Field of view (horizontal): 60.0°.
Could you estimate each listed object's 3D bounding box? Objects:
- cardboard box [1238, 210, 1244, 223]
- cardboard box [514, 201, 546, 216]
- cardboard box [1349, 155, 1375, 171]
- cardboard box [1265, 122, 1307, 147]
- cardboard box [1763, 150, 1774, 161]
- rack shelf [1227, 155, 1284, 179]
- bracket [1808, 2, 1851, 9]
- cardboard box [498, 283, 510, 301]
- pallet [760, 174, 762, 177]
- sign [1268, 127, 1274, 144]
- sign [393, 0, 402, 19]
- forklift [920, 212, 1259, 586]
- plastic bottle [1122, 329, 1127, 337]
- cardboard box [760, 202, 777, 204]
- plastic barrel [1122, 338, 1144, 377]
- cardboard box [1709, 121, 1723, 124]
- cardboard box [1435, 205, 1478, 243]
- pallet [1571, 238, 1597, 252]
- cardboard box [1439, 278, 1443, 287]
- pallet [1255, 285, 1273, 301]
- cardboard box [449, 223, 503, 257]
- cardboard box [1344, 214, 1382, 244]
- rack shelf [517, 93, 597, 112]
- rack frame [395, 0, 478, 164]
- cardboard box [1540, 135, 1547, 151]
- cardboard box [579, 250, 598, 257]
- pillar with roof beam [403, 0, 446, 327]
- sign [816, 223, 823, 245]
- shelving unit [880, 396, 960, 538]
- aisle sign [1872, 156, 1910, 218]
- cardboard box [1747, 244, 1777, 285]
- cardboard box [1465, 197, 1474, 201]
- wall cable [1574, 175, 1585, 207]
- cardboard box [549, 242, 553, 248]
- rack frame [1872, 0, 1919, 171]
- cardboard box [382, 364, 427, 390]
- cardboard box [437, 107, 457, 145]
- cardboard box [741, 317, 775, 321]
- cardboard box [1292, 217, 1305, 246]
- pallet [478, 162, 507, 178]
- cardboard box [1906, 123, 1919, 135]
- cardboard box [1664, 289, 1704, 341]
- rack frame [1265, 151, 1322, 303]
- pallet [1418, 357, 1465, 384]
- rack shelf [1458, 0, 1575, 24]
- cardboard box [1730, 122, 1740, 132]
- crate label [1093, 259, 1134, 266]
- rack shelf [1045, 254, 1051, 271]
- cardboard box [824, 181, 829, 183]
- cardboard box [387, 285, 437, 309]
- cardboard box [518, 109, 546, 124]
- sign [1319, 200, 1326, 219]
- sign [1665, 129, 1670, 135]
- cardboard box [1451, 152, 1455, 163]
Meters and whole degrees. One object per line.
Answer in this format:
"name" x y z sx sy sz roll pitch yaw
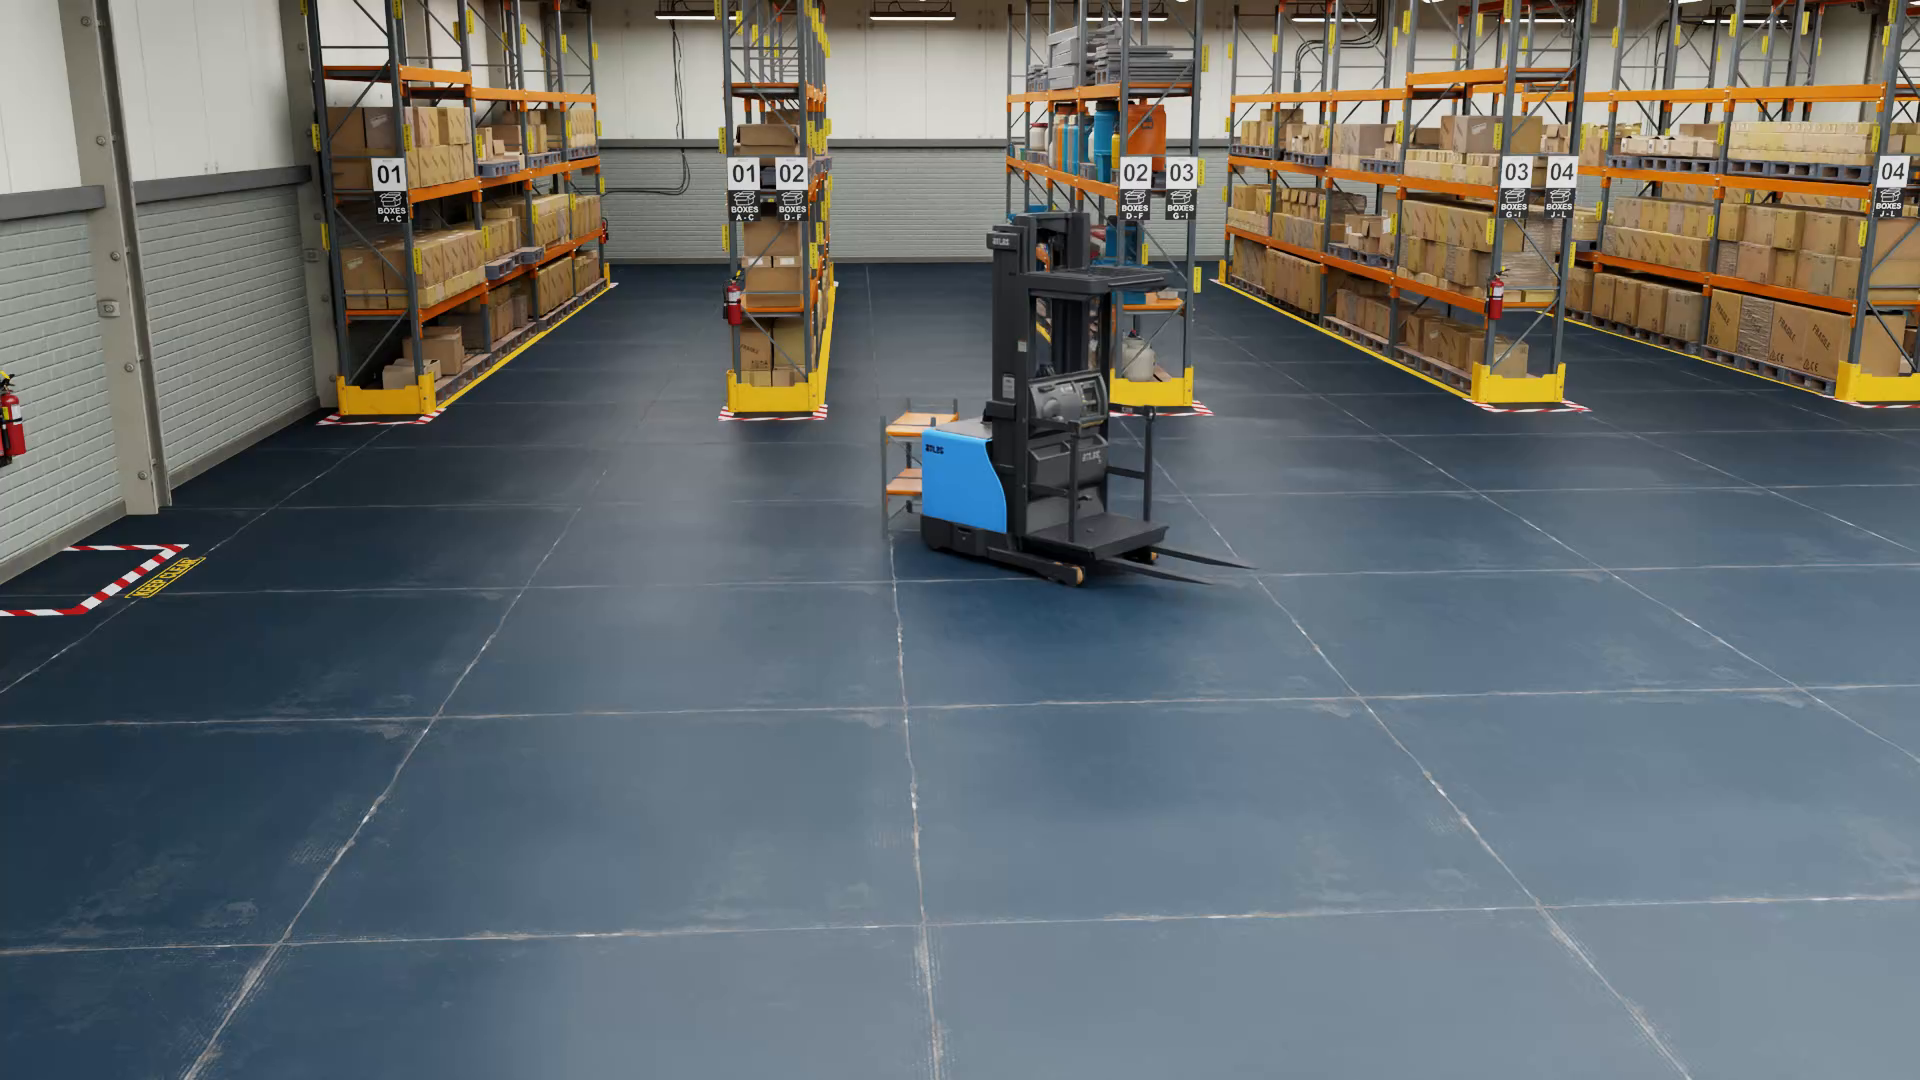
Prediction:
"cardboard box" 6.303 -6.982 35.848 0.500 0.250 0.500 -1 14 -5
"cardboard box" -7.664 -5.885 29.538 0.500 0.250 0.500 -1 14 -4
"cardboard box" 6.820 -6.303 27.784 0.500 0.250 0.500 -1 14 -2
"cardboard box" 6.616 -8.240 33.770 0.700 0.500 0.500 -2 15 -7
"cardboard box" 11.925 -5.590 24.172 0.380 0.149 0.250 -1 14 -4
"rack shelf" 6.600 -7.895 35.117 1.077 0.370 4.000 -1 14 -3
"bracket" 21.501 -13.645 42.775 0.076 0.066 5.218 -1 14 -3
"cardboard box" -7.790 -4.114 27.625 0.500 0.250 0.500 -1 14 -2
"pallet" -2.735 -5.731 25.646 0.805 0.209 1.217 -1 15 -6
"sign" 6.170 -8.026 32.985 0.100 0.325 0.005 -1 14 -3
"sign" -6.822 -6.484 20.136 0.100 0.325 0.005 -1 14 -3
"forklift" 1.064 -1.187 13.758 3.031 2.935 1.130 13 20 42
"plastic bottle" 2.460 -3.000 25.099 0.144 0.351 0.185 -1 14 -3
"cardboard box" -2.634 -4.719 24.542 0.700 0.500 0.500 -1 14 -3
"plastic barrel" 2.376 -2.519 22.945 0.421 0.512 0.421 0 14 0
"cardboard box" 16.342 -8.691 35.520 0.500 0.500 0.500 -1 14 -2
"cardboard box" 7.099 -4.492 23.662 0.500 0.500 0.500 -1 14 -3
"pallet" 11.778 -5.433 30.508 1.213 0.211 1.003 -1 14 -3
"cardboard box" 7.100 -3.690 23.852 0.380 0.149 0.250 -1 14 -3
"pallet" 6.755 -5.134 34.555 1.003 0.211 1.213 -1 14 -3
"cardboard box" -7.709 -4.766 26.445 0.700 0.500 0.500 1 14 4
"cardboard box" 7.045 -5.417 29.017 0.500 0.500 0.500 -3 15 -10
"rack shelf" -8.231 -8.925 33.901 1.077 0.370 4.000 -1 14 -3
"rack frame" -7.612 -6.980 24.096 1.000 3.000 0.127 -1 14 -3
"cardboard box" 11.526 -7.736 32.389 0.500 0.311 0.500 -1 14 -4
"cardboard box" -8.022 -6.164 35.837 0.380 0.149 0.250 -1 14 -4
"pillar with roof beam" -4.346 -7.705 26.912 9.100 9.000 0.400 -1 14 -3
"sign" -2.114 -4.619 25.061 0.100 0.325 0.005 -1 14 -3
"shelving unit" -0.362 -0.680 15.414 0.538 1.125 1.048 3 15 11
"aisle sign" 12.129 -4.597 21.658 0.394 0.787 0.004 -1 14 -3
"cardboard box" 12.184 -4.064 24.501 0.875 0.550 0.550 -1 14 -3
"cardboard box" 11.261 -7.162 36.044 0.500 0.500 0.500 -1 14 -3
"wall cable" 15.995 -9.351 43.247 0.585 1.953 0.123 -1 14 -3
"cardboard box" -7.764 -5.490 30.807 0.380 0.149 0.250 0 14 -2
"rack frame" 12.424 -6.266 21.321 1.000 3.000 0.127 -1 14 -3
"cardboard box" -7.317 -2.164 21.931 0.500 0.311 0.500 -3 15 -10
"cardboard box" -7.223 -5.683 22.829 0.500 0.500 0.500 -1 14 -5
"cardboard box" -2.856 -2.894 23.424 0.500 0.500 0.500 -1 14 -3
"cardboard box" 6.603 -5.846 31.527 0.500 0.500 0.500 -1 14 -2
"pallet" -7.544 -5.592 25.096 1.213 0.211 1.003 -1 14 -3
"cardboard box" 12.721 -5.418 21.904 0.380 0.149 0.250 -1 14 -3
"cardboard box" 12.048 -3.622 26.758 1.050 0.750 0.750 -1 14 -4
"rack frame" 6.724 -6.294 33.468 1.000 3.000 0.127 -1 14 -3
"pallet" 7.375 -2.483 24.253 1.003 0.211 1.213 -1 14 -3
"rack shelf" 11.557 -11.009 34.529 1.077 0.370 4.000 -1 14 -3
"cardboard box" 11.860 -6.229 25.056 0.380 0.149 0.250 -1 14 -3
"crate label" 2.140 -3.704 23.330 0.502 0.435 0.616 -1 14 -3
"rack shelf" 2.152 -4.377 27.461 1.077 0.370 4.000 -1 14 -3
"cardboard box" -3.077 -7.437 35.704 0.500 0.500 0.500 0 14 -2
"cardboard box" -7.077 -3.143 21.484 0.500 0.250 0.500 -1 14 -5
"cardboard box" -8.384 -8.229 32.724 0.500 0.500 0.500 -1 14 -4
"sign" 6.418 -5.850 29.421 0.100 0.325 0.005 -1 14 -3
"sign" 12.483 -7.098 29.379 0.100 0.325 0.005 -1 14 -3
"cardboard box" 7.095 -5.339 23.239 0.380 0.149 0.250 -2 15 -6
